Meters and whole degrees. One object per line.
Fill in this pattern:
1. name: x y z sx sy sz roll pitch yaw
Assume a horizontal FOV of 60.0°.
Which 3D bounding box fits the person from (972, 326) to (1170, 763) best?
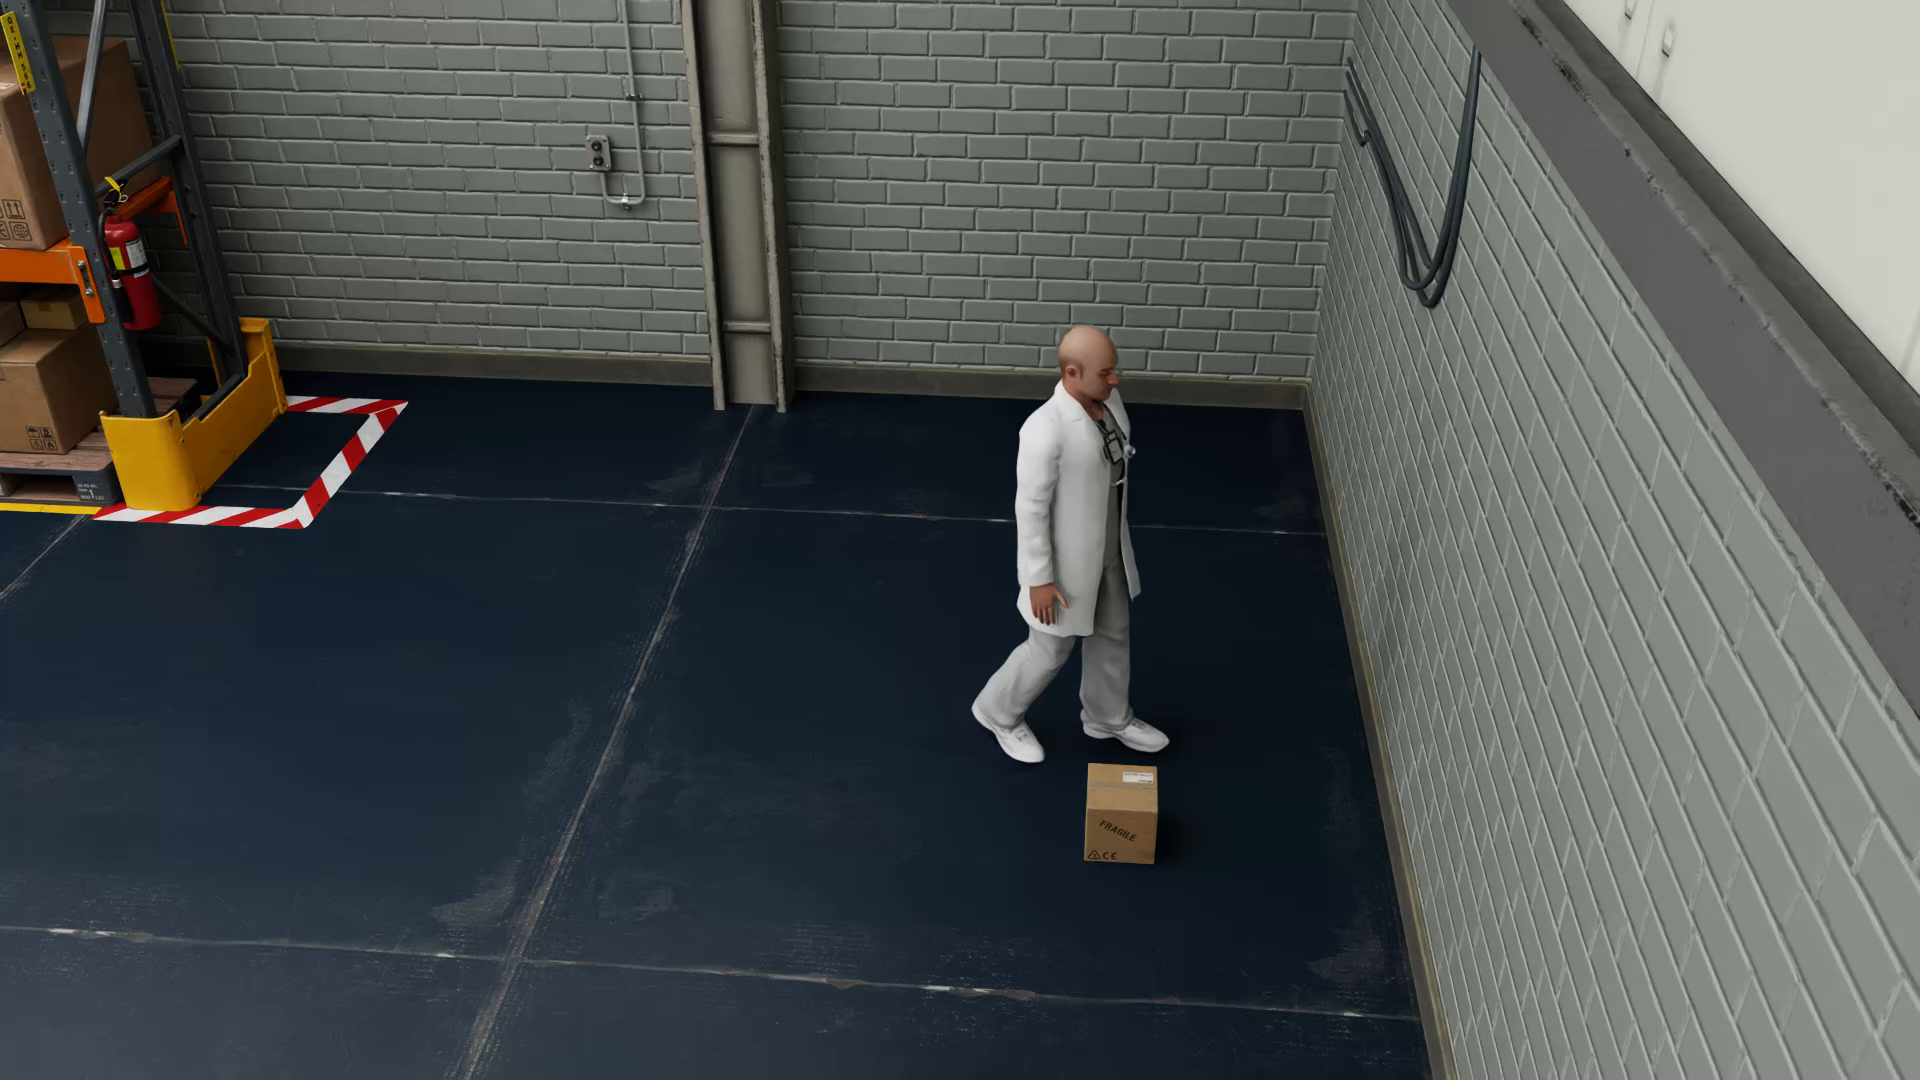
1. person: 0.420 0.046 6.078 0.737 1.792 0.651 21 37 30
